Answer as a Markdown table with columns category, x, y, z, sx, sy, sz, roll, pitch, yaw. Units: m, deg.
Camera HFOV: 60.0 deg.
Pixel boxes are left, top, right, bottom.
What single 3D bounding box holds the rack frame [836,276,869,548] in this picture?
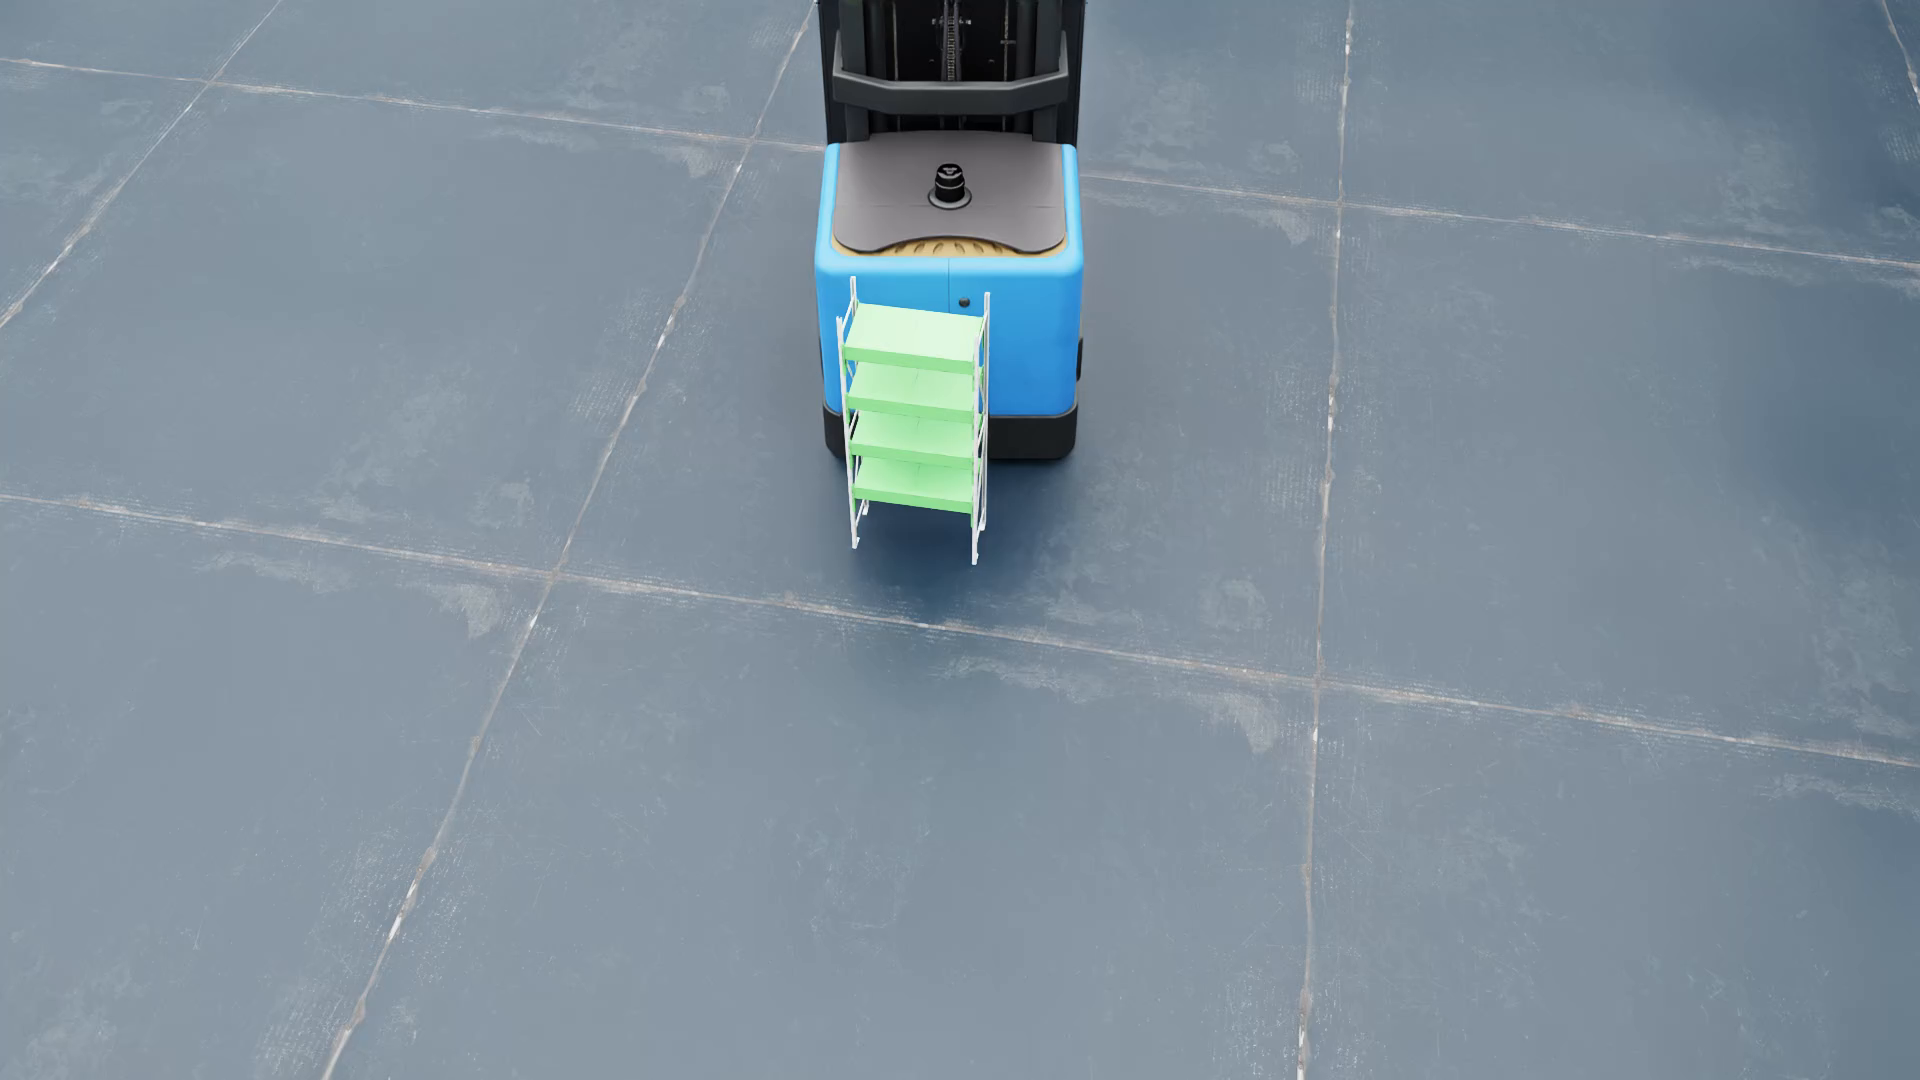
| category | x | y | z | sx | sy | sz | roll | pitch | yaw |
| --- | --- | --- | --- | --- | --- | --- | --- | --- | --- |
| rack frame | -0.403 | -0.455 | 6.324 | 0.015 | 1.200 | 0.240 | 8 | 49 | 7 |

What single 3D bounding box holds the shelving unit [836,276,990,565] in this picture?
| category | x | y | z | sx | sy | sz | roll | pitch | yaw |
| --- | --- | --- | --- | --- | --- | --- | --- | --- | --- |
| shelving unit | -0.163 | -0.423 | 6.295 | 0.503 | 1.200 | 0.258 | 8 | 49 | 7 |

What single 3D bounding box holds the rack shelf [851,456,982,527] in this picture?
| category | x | y | z | sx | sy | sz | roll | pitch | yaw |
| --- | --- | --- | --- | --- | --- | --- | --- | --- | --- |
| rack shelf | -0.163 | -0.220 | 6.521 | 0.480 | 0.148 | 0.258 | 8 | 49 | 7 |

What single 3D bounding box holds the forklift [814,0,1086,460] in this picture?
| category | x | y | z | sx | sy | sz | roll | pitch | yaw |
| --- | --- | --- | --- | --- | --- | --- | --- | --- | --- |
| forklift | -0.033 | -2.391 | 6.900 | 1.130 | 2.935 | 3.031 | 0 | 48 | 0 |

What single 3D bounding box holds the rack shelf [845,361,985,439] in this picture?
| category | x | y | z | sx | sy | sz | roll | pitch | yaw |
| --- | --- | --- | --- | --- | --- | --- | --- | --- | --- |
| rack shelf | -0.163 | -0.541 | 6.164 | 0.480 | 0.148 | 0.258 | 8 | 49 | 7 |

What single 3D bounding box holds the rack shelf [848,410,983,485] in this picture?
| category | x | y | z | sx | sy | sz | roll | pitch | yaw |
| --- | --- | --- | --- | --- | --- | --- | --- | --- | --- |
| rack shelf | -0.163 | -0.380 | 6.343 | 0.480 | 0.148 | 0.258 | 8 | 49 | 7 |

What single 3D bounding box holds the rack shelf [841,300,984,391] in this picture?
| category | x | y | z | sx | sy | sz | roll | pitch | yaw |
| --- | --- | --- | --- | --- | --- | --- | --- | --- | --- |
| rack shelf | -0.163 | -0.701 | 5.986 | 0.480 | 0.148 | 0.258 | 8 | 49 | 7 |

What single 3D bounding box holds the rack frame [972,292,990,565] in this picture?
| category | x | y | z | sx | sy | sz | roll | pitch | yaw |
| --- | --- | --- | --- | --- | --- | --- | --- | --- | --- |
| rack frame | 0.077 | -0.391 | 6.266 | 0.015 | 1.200 | 0.240 | 8 | 49 | 7 |
